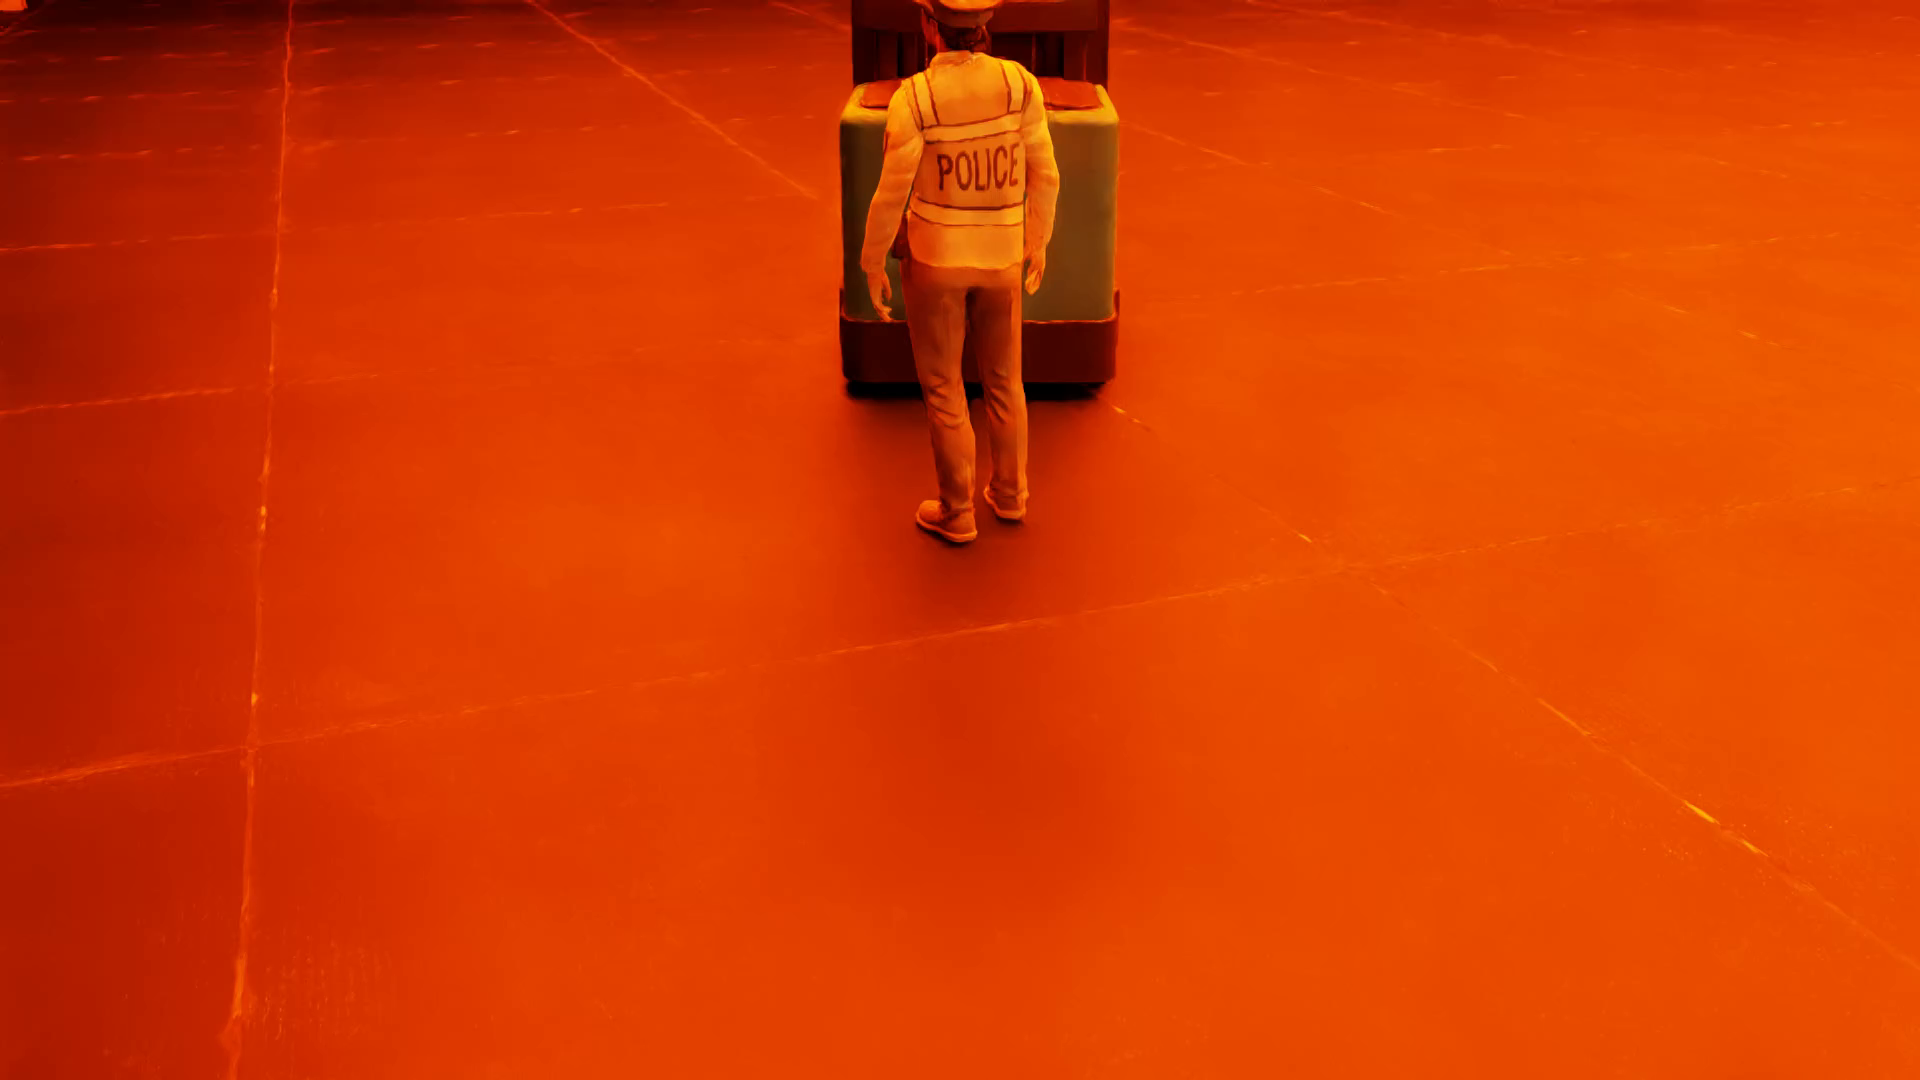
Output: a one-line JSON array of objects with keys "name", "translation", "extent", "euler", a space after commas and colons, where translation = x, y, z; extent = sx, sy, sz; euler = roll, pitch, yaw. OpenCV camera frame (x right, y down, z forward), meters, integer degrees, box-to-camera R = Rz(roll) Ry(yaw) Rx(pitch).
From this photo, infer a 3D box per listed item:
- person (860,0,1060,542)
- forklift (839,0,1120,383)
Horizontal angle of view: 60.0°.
[{"name": "person", "translation": [-0.017, -0.814, 4.809], "extent": [0.586, 1.695, 0.533], "euler": [-8, 24, -18]}, {"name": "forklift", "translation": [0.089, -2.471, 7.173], "extent": [1.130, 2.935, 3.031], "euler": [0, 23, 1]}]
